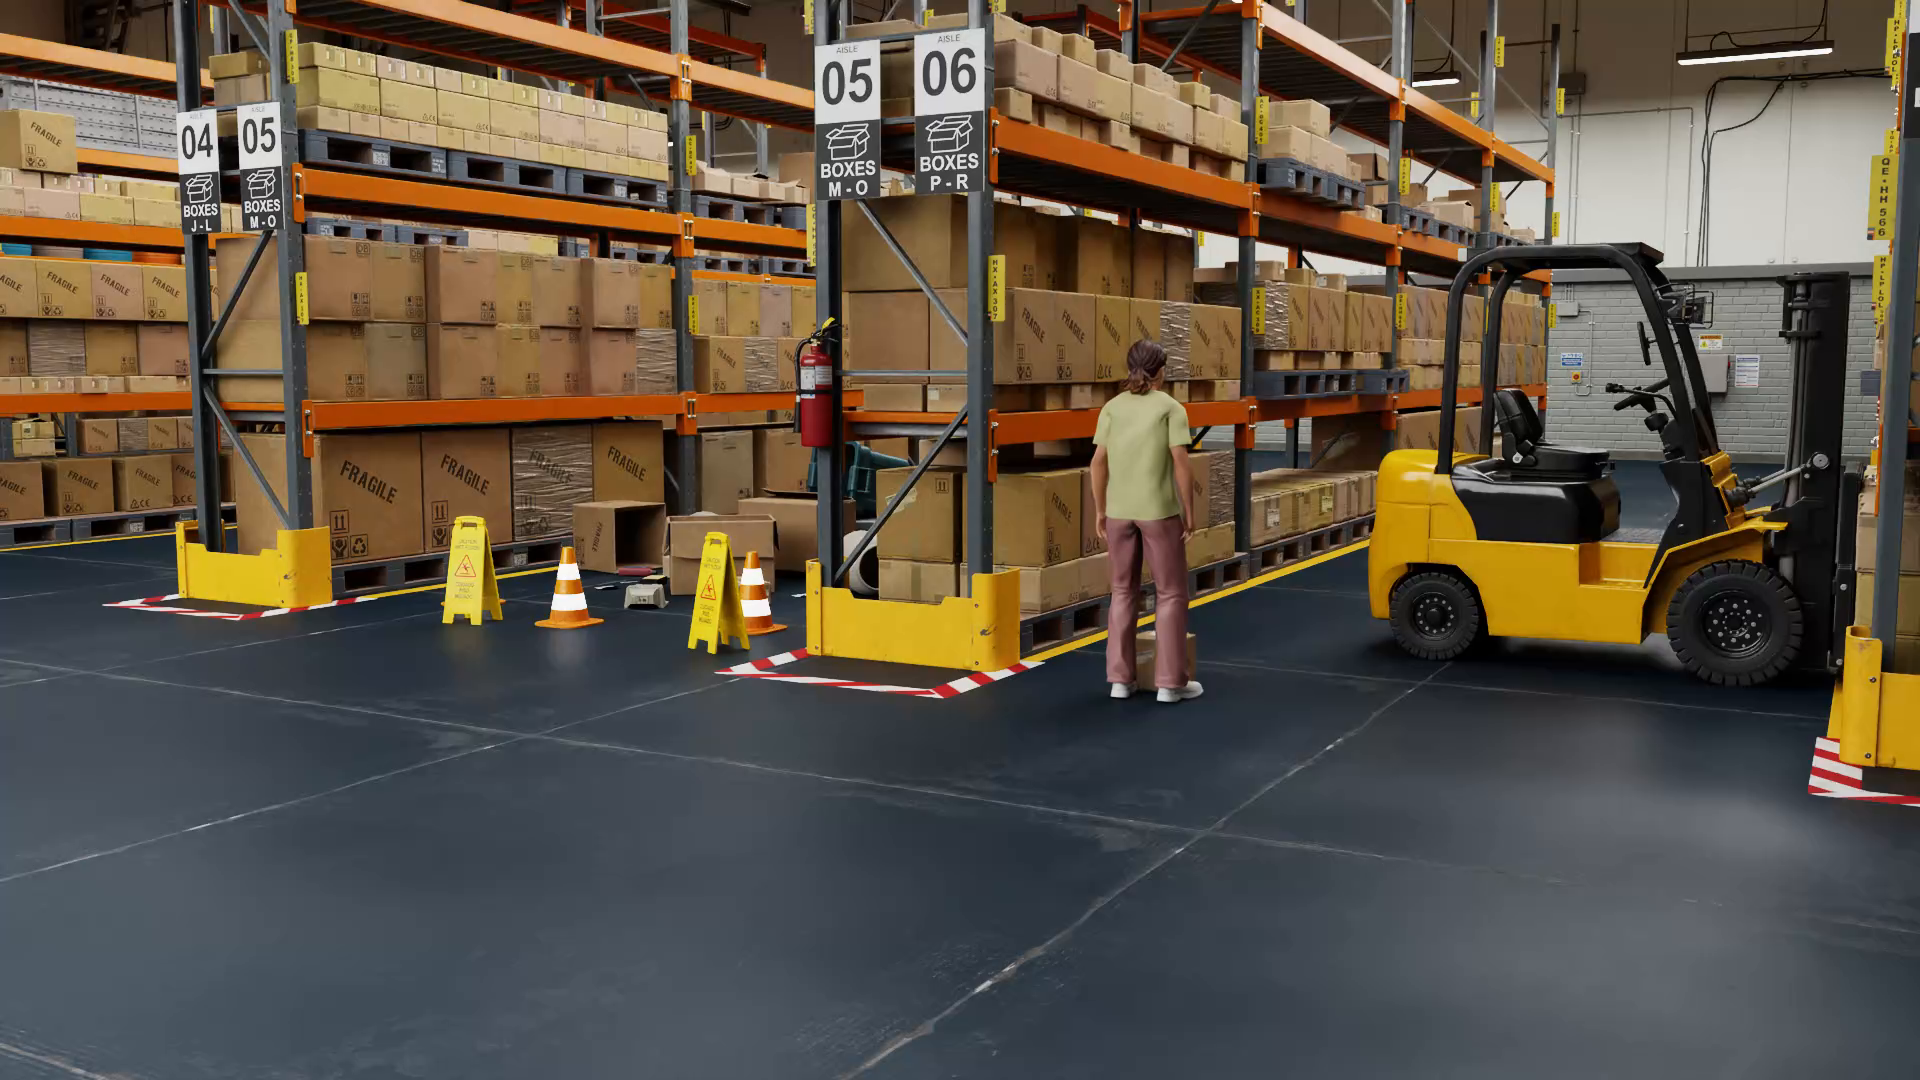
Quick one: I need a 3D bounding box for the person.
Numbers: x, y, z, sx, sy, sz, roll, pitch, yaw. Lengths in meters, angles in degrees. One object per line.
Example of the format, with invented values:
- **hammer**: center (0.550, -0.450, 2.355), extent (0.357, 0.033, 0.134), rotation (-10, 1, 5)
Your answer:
- **person**: center (0.863, -0.088, 7.738), extent (0.499, 1.658, 0.357), rotation (3, 7, 26)
